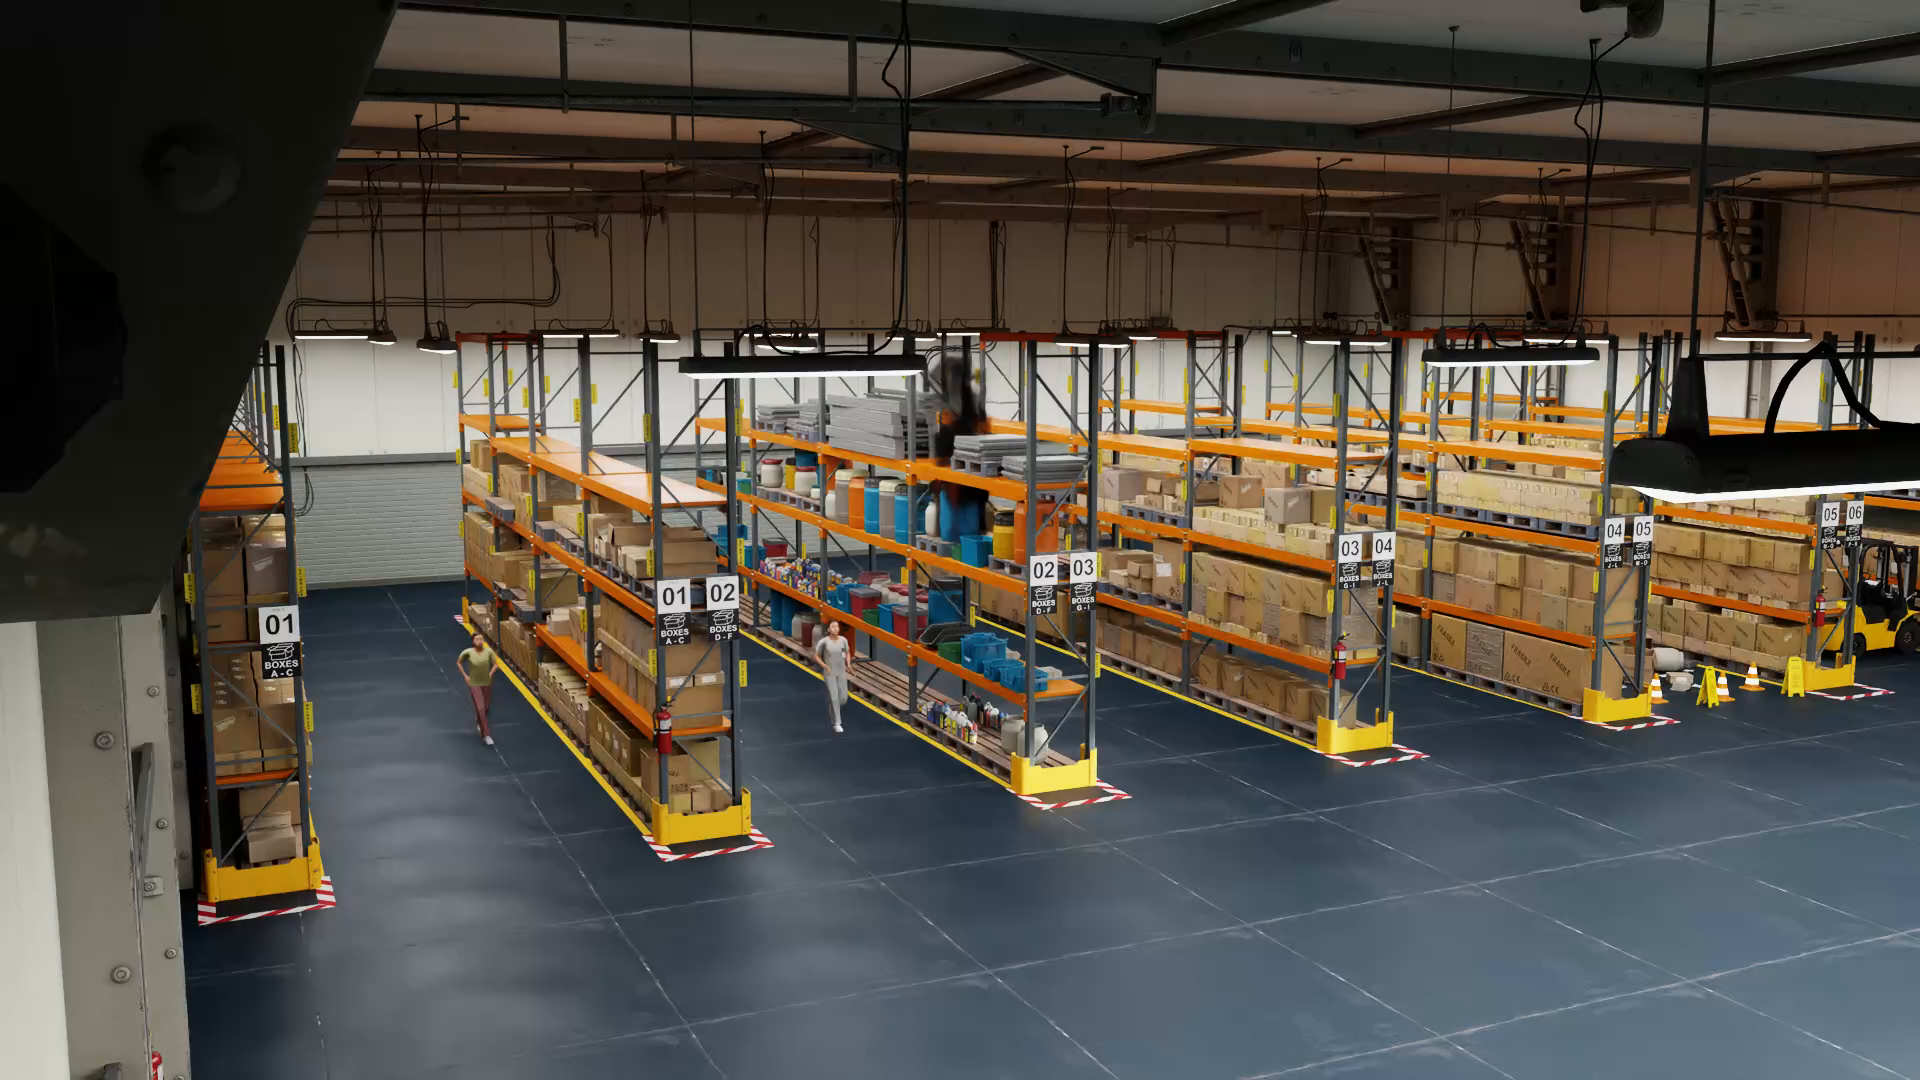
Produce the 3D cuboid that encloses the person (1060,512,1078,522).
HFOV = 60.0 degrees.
[{"bbox_3d":[2.652,-0.020,41.119,0.613,1.611,0.584,3,8,24],"label":"person"}]

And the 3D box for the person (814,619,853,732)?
[{"bbox_3d":[-1.870,1.962,24.373,0.549,1.644,0.599,-3,8,-23],"label":"person"}]

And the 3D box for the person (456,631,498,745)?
[{"bbox_3d":[-7.180,2.170,24.826,0.587,1.666,0.838,-4,9,-29],"label":"person"}]
